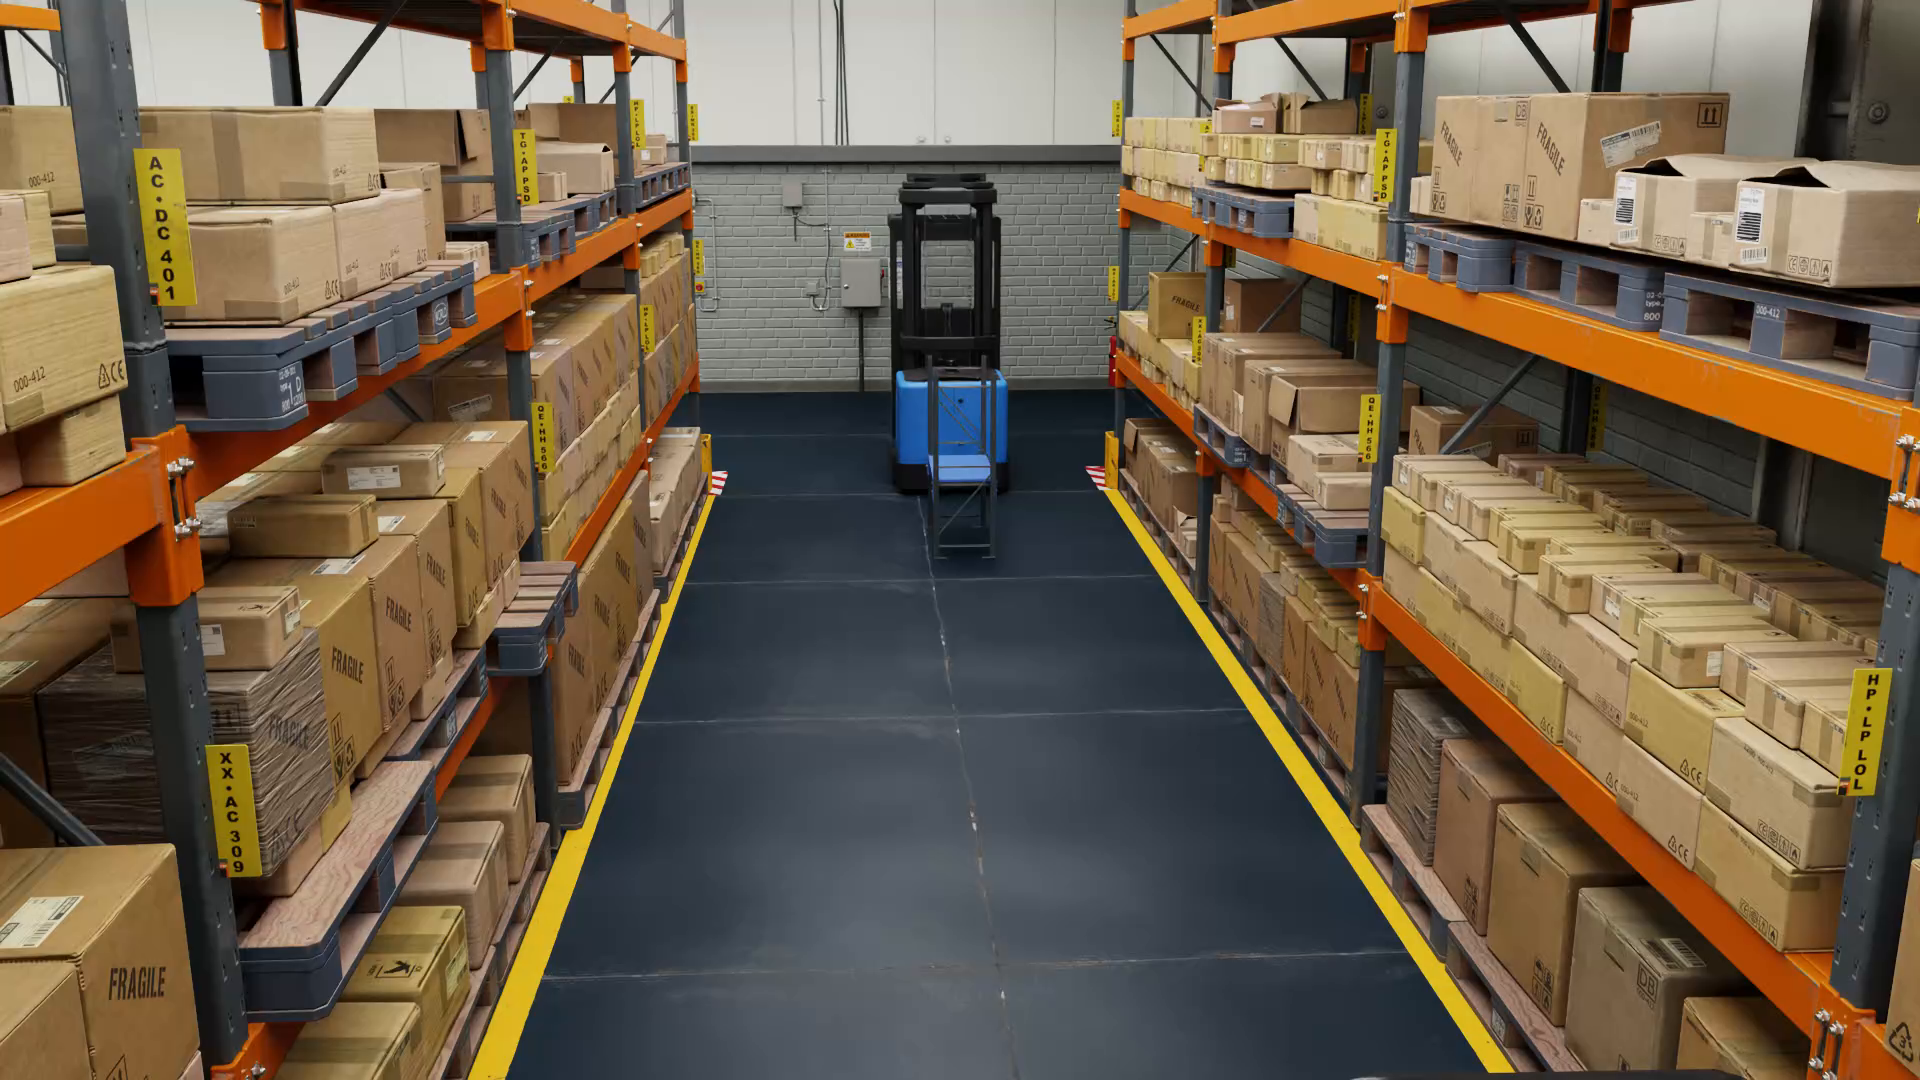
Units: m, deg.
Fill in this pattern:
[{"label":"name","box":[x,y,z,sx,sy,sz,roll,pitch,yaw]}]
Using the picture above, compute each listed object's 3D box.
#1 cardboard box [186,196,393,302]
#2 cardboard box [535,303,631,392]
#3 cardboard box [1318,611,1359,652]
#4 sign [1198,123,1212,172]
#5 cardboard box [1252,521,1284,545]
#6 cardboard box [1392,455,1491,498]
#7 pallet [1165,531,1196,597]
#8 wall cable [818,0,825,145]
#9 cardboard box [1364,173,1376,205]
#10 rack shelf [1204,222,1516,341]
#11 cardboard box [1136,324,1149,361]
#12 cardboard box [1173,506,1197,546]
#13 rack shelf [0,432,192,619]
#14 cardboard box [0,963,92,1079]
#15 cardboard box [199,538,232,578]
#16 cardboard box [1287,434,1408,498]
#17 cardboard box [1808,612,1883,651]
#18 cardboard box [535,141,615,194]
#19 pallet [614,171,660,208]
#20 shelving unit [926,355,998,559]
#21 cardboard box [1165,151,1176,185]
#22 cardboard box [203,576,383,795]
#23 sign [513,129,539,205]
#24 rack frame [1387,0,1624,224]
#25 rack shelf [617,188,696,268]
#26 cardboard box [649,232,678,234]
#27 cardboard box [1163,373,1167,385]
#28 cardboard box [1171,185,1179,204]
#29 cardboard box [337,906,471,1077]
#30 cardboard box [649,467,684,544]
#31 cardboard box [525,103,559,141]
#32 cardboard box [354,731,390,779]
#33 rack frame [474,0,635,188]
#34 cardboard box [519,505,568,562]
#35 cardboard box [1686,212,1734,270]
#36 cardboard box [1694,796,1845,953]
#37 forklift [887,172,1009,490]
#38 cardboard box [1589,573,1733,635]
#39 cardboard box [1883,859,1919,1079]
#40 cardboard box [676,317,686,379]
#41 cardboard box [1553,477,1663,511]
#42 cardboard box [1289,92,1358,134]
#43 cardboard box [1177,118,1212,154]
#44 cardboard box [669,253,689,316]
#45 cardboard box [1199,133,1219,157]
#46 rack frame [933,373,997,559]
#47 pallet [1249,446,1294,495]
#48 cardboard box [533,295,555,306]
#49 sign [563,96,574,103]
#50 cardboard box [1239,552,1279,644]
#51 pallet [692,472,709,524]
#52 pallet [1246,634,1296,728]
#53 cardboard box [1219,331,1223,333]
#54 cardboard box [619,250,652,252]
[{"label":"cardboard box","box":[-1.887,-0.805,4.574,0.500,0.250,0.500,-1,14,-4]},{"label":"cardboard box","box":[-2.397,-1.231,10.582,0.500,0.500,0.500,-1,14,-2]},{"label":"cardboard box","box":[2.156,0.490,8.973,0.380,0.149,0.250,-2,15,-6]},{"label":"sign","box":[1.698,-2.704,11.459,0.100,0.325,0.005,-1,14,-3]},{"label":"cardboard box","box":[2.148,-0.026,10.978,0.380,0.149,0.250,-1,14,-4]},{"label":"cardboard box","box":[2.213,-0.295,7.651,0.380,0.149,0.250,0,14,-2]},{"label":"pallet","box":[2.198,0.169,12.948,1.003,0.211,1.213,-1,14,-3]},{"label":"wall cable","box":[-2.845,-6.255,20.278,2.355,3.000,0.029,-1,14,-3]},{"label":"cardboard box","box":[2.228,-1.739,8.246,0.380,0.149,0.250,-1,14,-5]},{"label":"rack shelf","box":[2.363,-1.618,9.720,1.077,0.370,4.000,-1,14,-3]},{"label":"cardboard box","box":[1.817,-1.709,14.353,0.500,0.250,0.500,-1,14,-4]},{"label":"cardboard box","box":[1.890,-0.113,13.091,0.396,0.266,0.258,0,14,-1]},{"label":"rack shelf","box":[-2.095,0.449,1.685,1.077,0.370,4.000,-1,14,-3]},{"label":"cardboard box","box":[-1.904,1.098,2.941,0.500,0.500,0.500,0,14,-2]},{"label":"cardboard box","box":[-2.534,0.297,5.212,0.500,0.500,0.500,0,14,-2]},{"label":"cardboard box","box":[2.099,-0.405,9.037,0.500,0.250,0.500,-2,15,-6]},{"label":"cardboard box","box":[2.912,0.332,5.213,0.380,0.149,0.250,-1,14,-4]},{"label":"cardboard box","box":[-2.450,-2.331,10.381,0.500,0.311,0.500,-1,14,-3]},{"label":"pallet","box":[-2.755,-2.547,12.064,1.003,0.211,1.213,-1,14,-3]},{"label":"shelving unit","box":[0.005,-0.705,13.757,0.538,1.500,1.048,-1,14,-3]},{"label":"cardboard box","box":[1.897,-2.908,12.994,0.500,0.250,0.500,-1,14,-2]},{"label":"cardboard box","box":[-1.993,0.414,4.755,0.500,0.500,0.500,-1,14,-3]},{"label":"sign","box":[-1.925,-1.650,7.361,0.100,0.325,0.005,-1,14,-3]},{"label":"rack frame","box":[2.487,-2.922,7.323,1.000,3.000,0.127,-1,14,-3]},{"label":"rack shelf","box":[-2.838,-2.535,13.284,1.077,0.370,4.000,-1,14,-3]},{"label":"cardboard box","box":[-2.740,-2.689,14.949,0.380,0.149,0.250,-1,14,-3]},{"label":"cardboard box","box":[1.890,-1.349,13.754,0.380,0.149,0.250,-1,14,-4]},{"label":"cardboard box","box":[1.883,-2.746,13.162,0.380,0.149,0.250,-1,14,-3]},{"label":"cardboard box","box":[-2.347,1.643,6.051,0.950,0.372,0.625,0,14,-2]},{"label":"cardboard box","box":[-2.702,-0.277,13.381,0.875,0.438,0.875,-1,14,-5]},{"label":"cardboard box","box":[-2.830,-3.023,12.486,0.797,0.503,0.637,0,14,1]},{"label":"cardboard box","box":[-2.012,0.636,5.197,0.380,0.149,0.250,-1,14,-3]},{"label":"rack frame","box":[-2.714,-3.839,10.888,1.000,3.000,0.127,-1,14,-3]},{"label":"cardboard box","box":[-2.246,0.008,8.276,0.500,0.250,0.500,-1,14,-4]},{"label":"cardboard box","box":[2.364,-0.873,4.842,0.380,0.149,0.250,-1,14,-4]},{"label":"cardboard box","box":[2.443,0.930,4.694,0.500,0.250,0.500,-1,14,-2]},{"label":"forklift","box":[-0.162,-2.207,16.721,1.130,2.935,3.031,-1,14,-4]},{"label":"cardboard box","box":[2.384,0.217,5.661,0.380,0.149,0.250,-1,14,-3]},{"label":"cardboard box","box":[2.502,1.044,3.747,0.500,0.500,0.500,-1,14,-5]},{"label":"cardboard box","box":[-2.611,-1.608,14.056,0.500,0.500,0.500,0,14,-2]},{"label":"cardboard box","box":[2.792,-0.173,7.175,0.380,0.149,0.250,-1,14,-3]},{"label":"cardboard box","box":[2.376,-2.798,10.896,0.396,0.266,0.258,-1,14,-3]},{"label":"cardboard box","box":[1.928,-3.025,12.446,0.500,0.250,0.500,-1,14,-4]},{"label":"cardboard box","box":[-2.633,-2.215,14.410,0.500,0.500,0.500,-1,14,-3]},{"label":"cardboard box","box":[1.820,-2.657,11.177,0.380,0.149,0.250,0,14,-2]},{"label":"rack frame","box":[0.037,-0.579,13.266,0.500,1.500,0.032,-1,14,-3]},{"label":"pallet","box":[2.362,-0.407,9.974,1.003,0.211,1.213,-1,14,-3]},{"label":"cardboard box","box":[-2.974,-1.352,11.056,0.500,0.500,0.500,-1,14,-3]},{"label":"sign","box":[-3.517,-3.836,14.982,0.100,0.325,0.005,-1,14,-3]},{"label":"cardboard box","box":[2.114,0.376,10.718,0.500,0.500,0.500,-1,14,-5]},{"label":"pallet","box":[-2.835,-0.380,15.081,1.003,0.211,1.213,-1,14,-3]},{"label":"pallet","box":[2.406,0.845,10.318,1.003,0.211,1.213,-1,14,-3]},{"label":"cardboard box","box":[2.374,-1.586,13.873,0.500,0.250,0.500,-1,14,-4]},{"label":"cardboard box","box":[-2.604,-2.180,12.970,0.380,0.149,0.250,-1,14,-4]}]
